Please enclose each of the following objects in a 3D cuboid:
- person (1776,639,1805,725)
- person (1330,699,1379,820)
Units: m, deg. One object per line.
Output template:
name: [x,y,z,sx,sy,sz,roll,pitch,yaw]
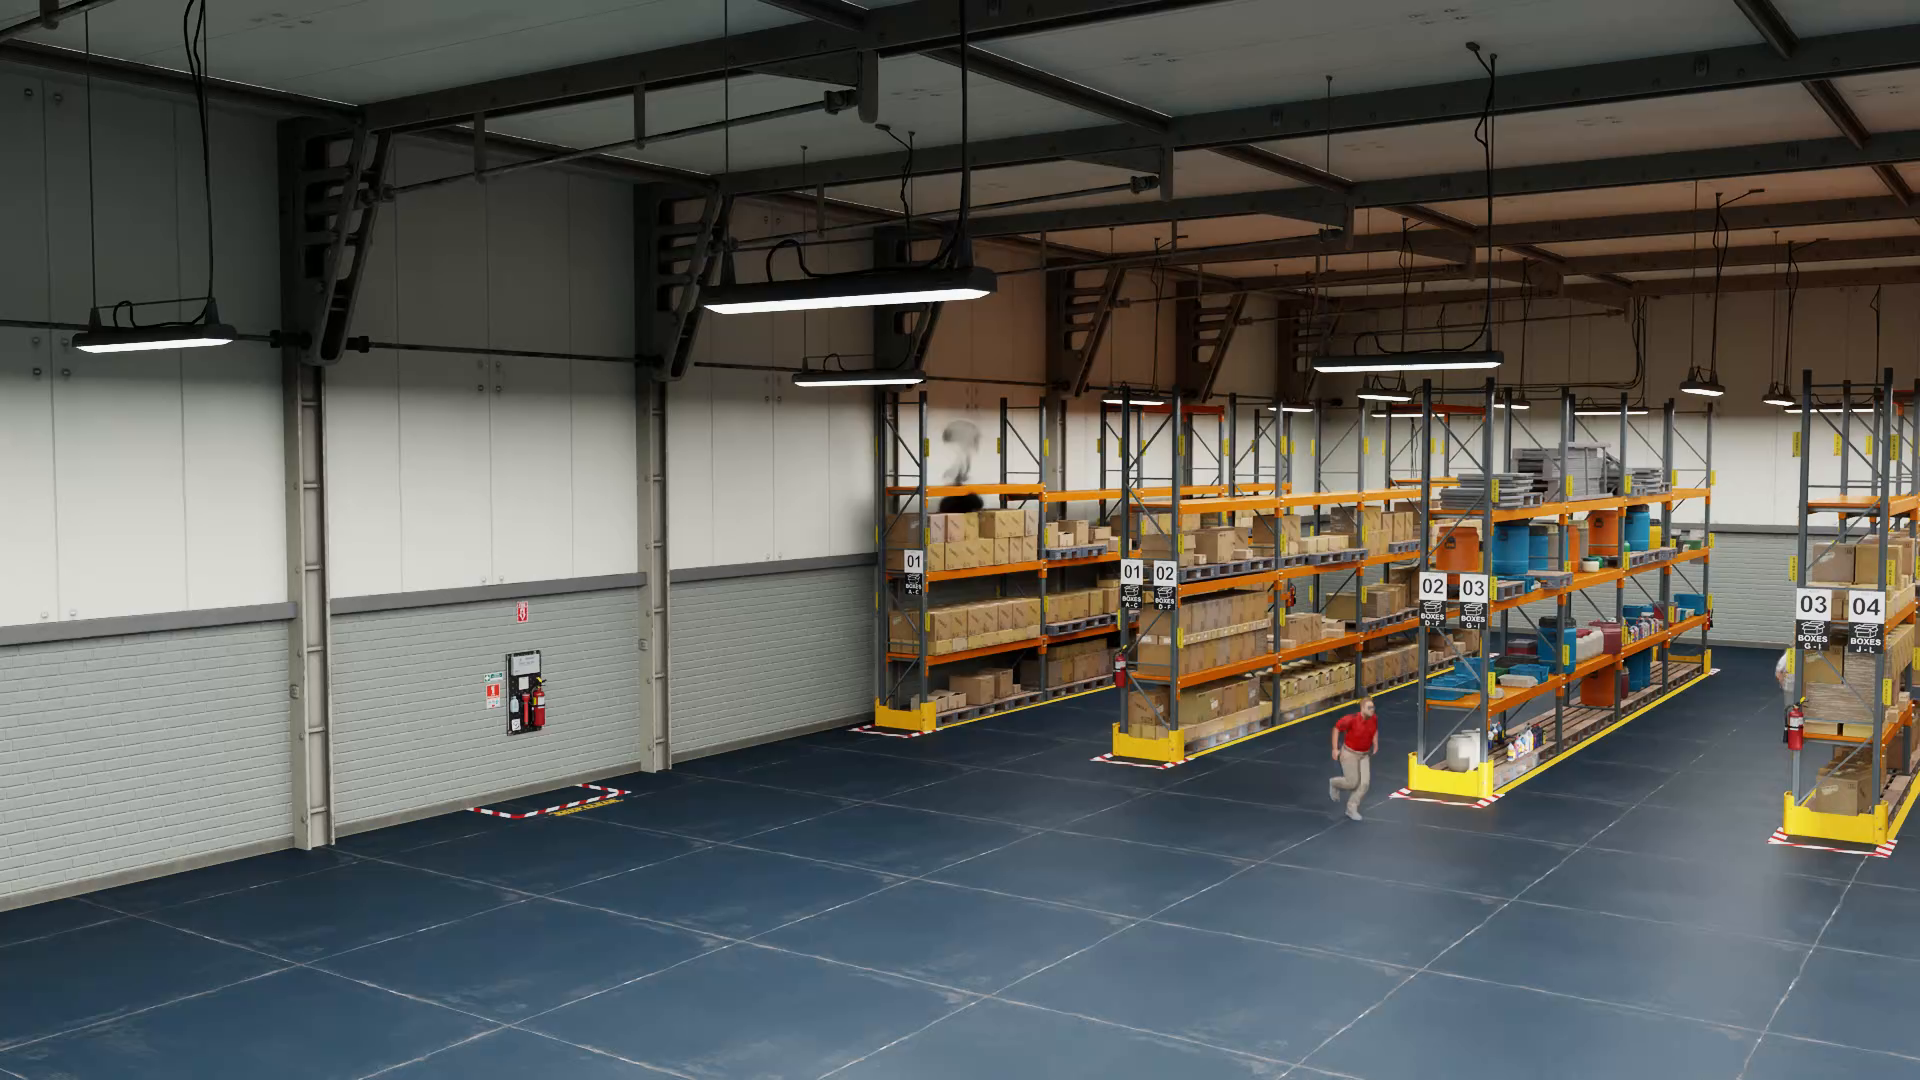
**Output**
person: [14.347,2.570,28.495,0.673,1.790,0.814,2,4,30]
person: [5.336,2.946,22.560,0.658,1.667,0.778,-2,4,-29]
